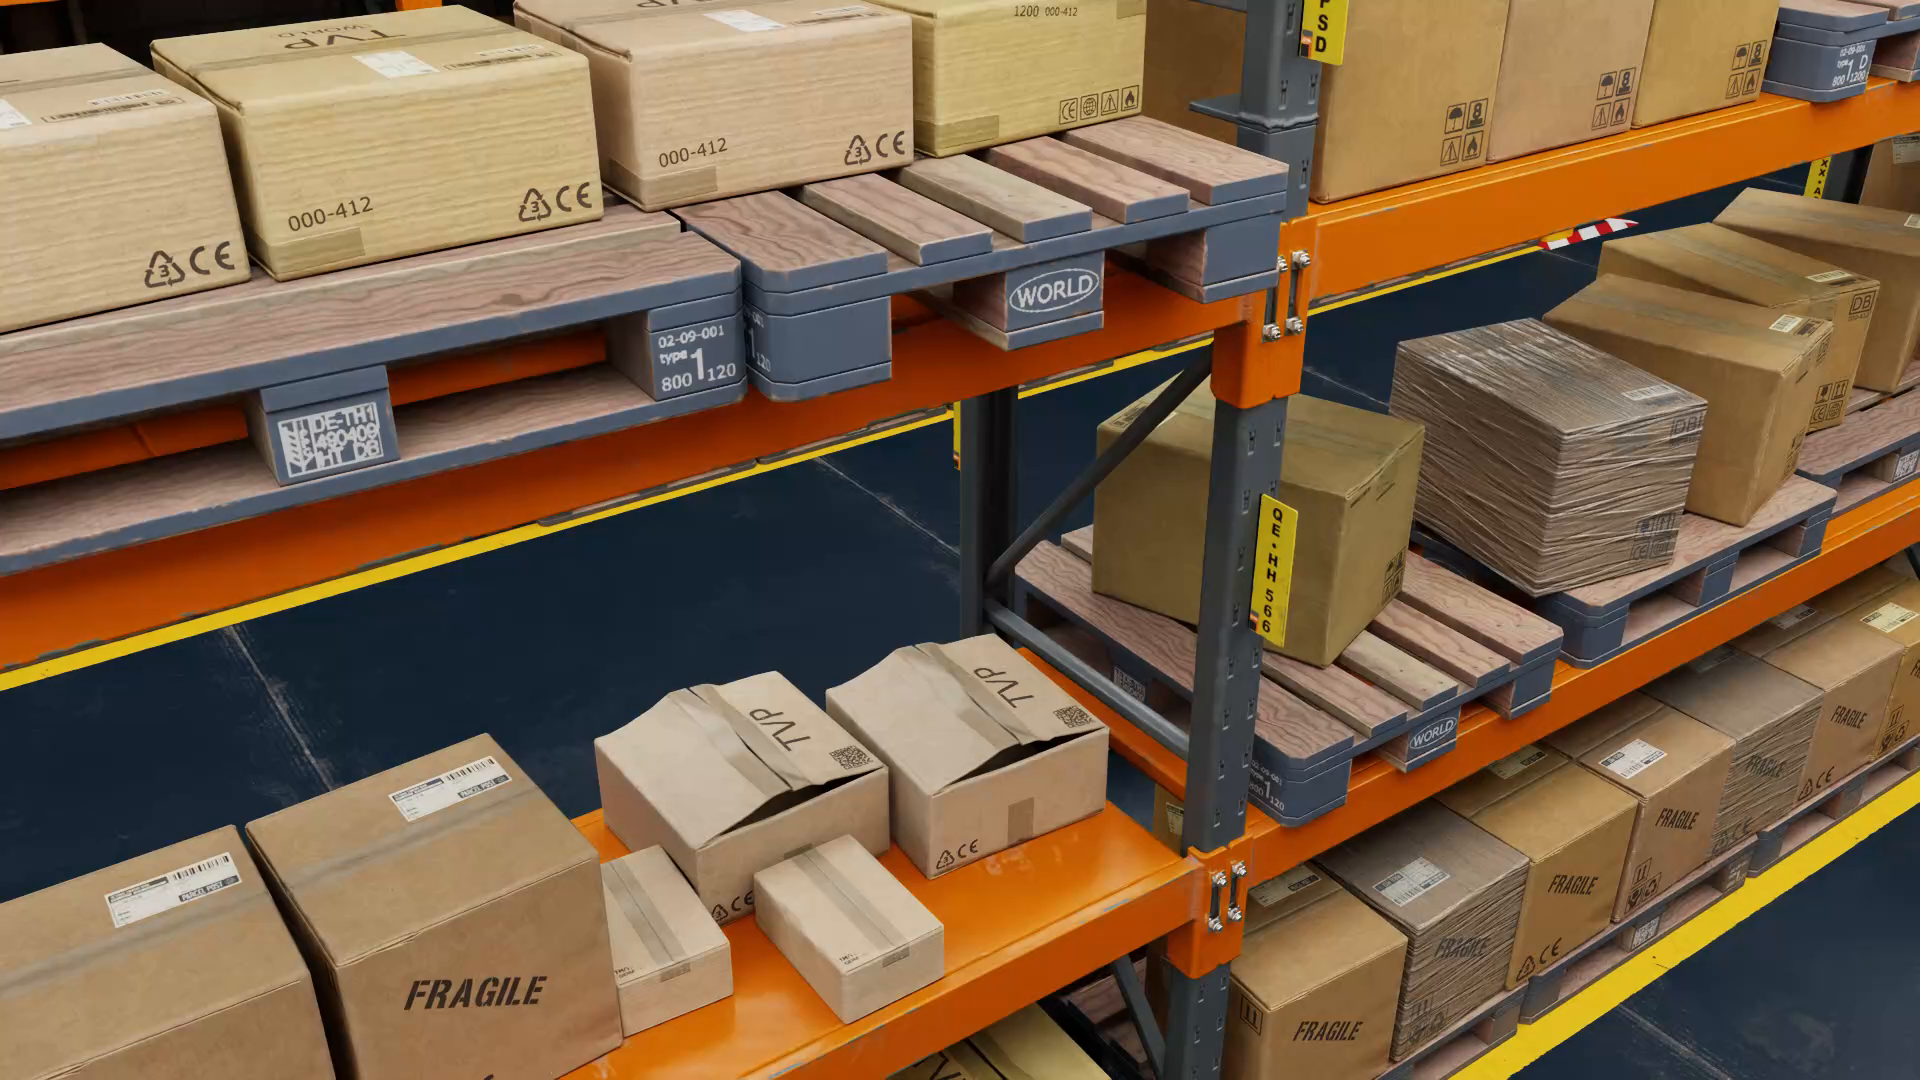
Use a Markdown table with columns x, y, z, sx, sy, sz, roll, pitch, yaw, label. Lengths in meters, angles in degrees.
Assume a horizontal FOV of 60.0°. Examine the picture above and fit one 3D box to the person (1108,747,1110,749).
| x | y | z | sx | sy | sz | roll | pitch | yaw | label |
| --- | --- | --- | --- | --- | --- | --- | --- | --- | --- |
| 0.779 | 0.347 | 6.576 | 0.935 | 0.828 | 0.577 | -19 | 34 | -32 | person |
